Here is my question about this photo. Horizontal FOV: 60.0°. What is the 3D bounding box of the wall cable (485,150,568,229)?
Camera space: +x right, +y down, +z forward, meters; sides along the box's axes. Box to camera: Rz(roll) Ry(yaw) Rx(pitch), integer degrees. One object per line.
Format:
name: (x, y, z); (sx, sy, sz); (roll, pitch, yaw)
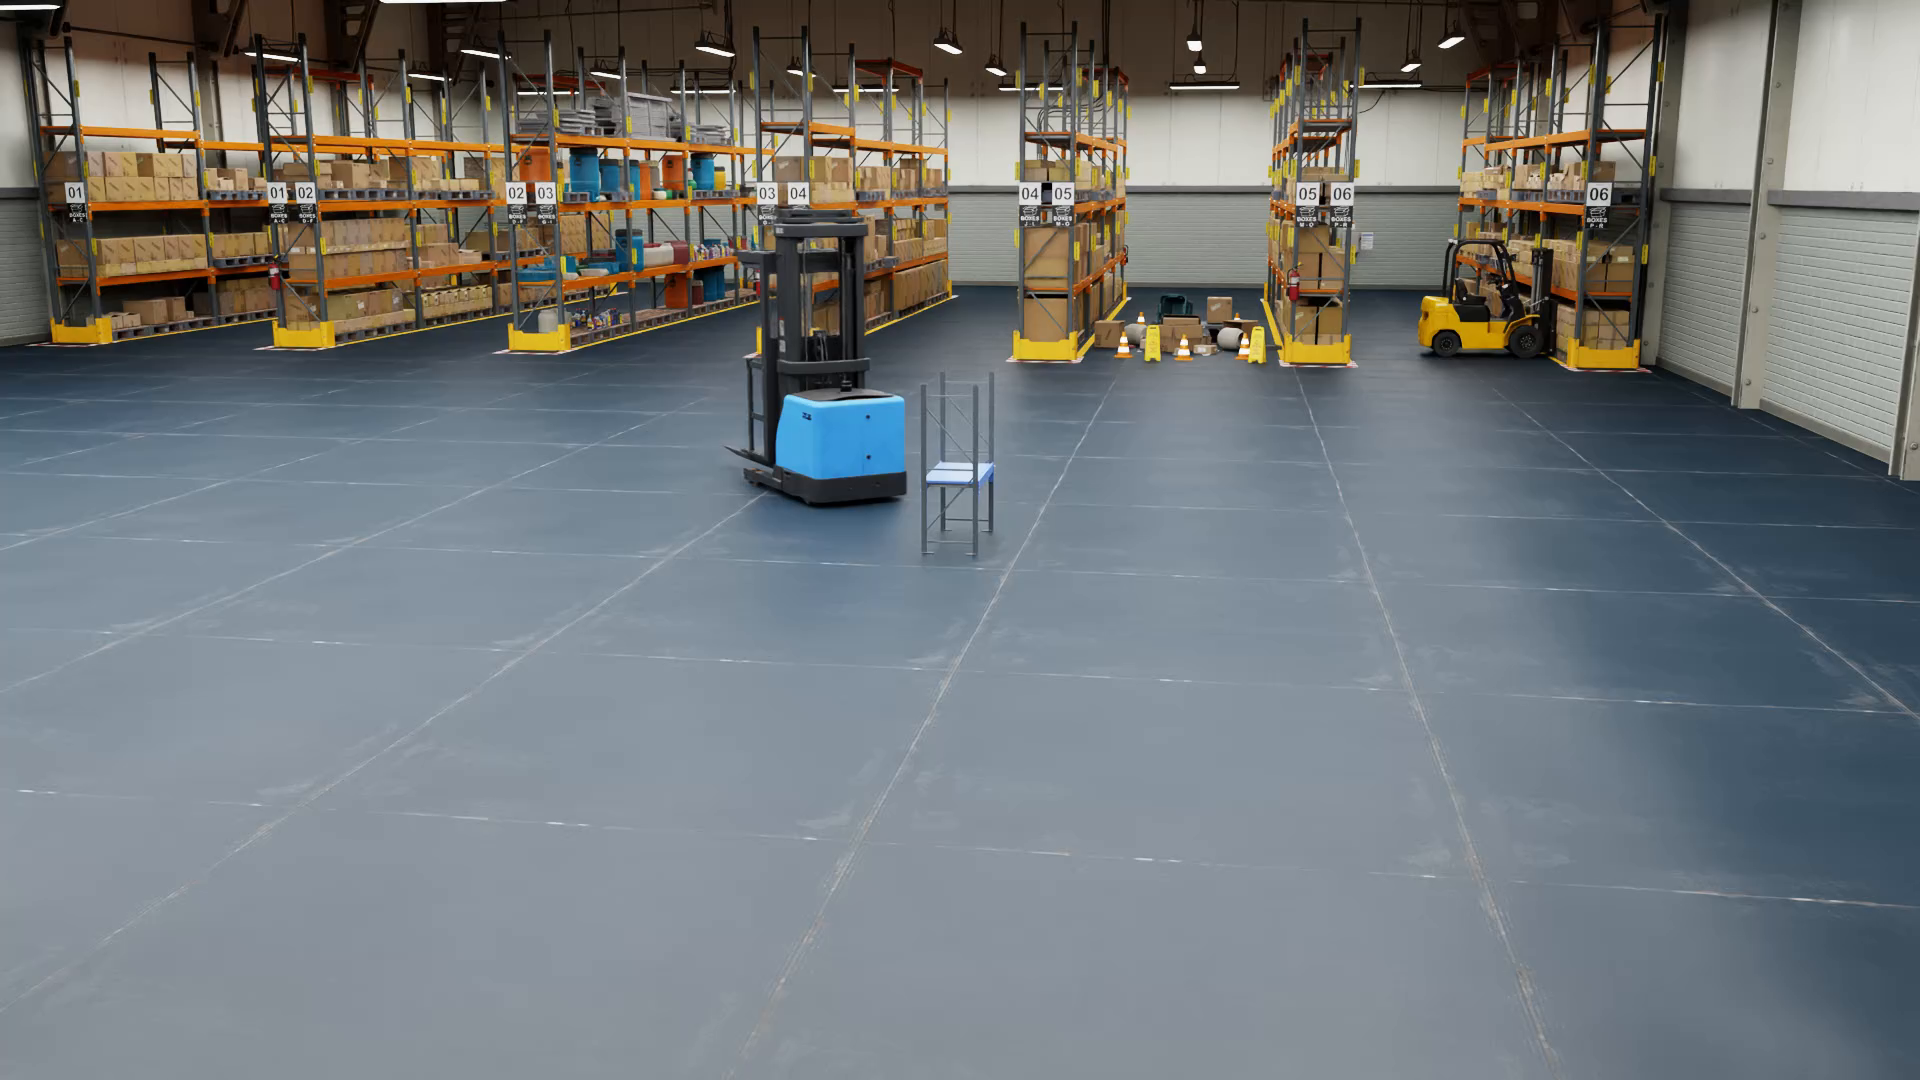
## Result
wall cable: (-14.299, -11.416, 54.235); (3.097, 2.526, 0.112); (2, 12, 9)

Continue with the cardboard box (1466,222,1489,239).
cardboard box: (13.292, -7.914, 42.722); (0.500, 0.500, 0.500); (2, 12, 10)

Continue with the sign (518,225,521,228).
sign: (-11.779, -8.283, 44.508); (0.100, 0.325, 0.005); (2, 12, 9)

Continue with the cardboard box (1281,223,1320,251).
cardboard box: (6.418, -5.714, 31.326); (0.700, 0.500, 0.500); (2, 12, 8)

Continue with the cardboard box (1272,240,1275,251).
cardboard box: (7.992, -7.289, 41.123); (0.500, 0.250, 0.500); (2, 12, 7)

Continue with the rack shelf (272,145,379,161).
rack shelf: (-16.445, -9.972, 42.820); (1.077, 0.370, 4.000); (2, 12, 9)

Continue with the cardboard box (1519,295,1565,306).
cardboard box: (12.323, -4.847, 35.259); (0.875, 0.625, 0.625); (1, 12, 6)

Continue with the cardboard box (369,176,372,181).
cardboard box: (-12.893, -7.666, 35.464); (0.500, 0.311, 0.500); (1, 12, 6)

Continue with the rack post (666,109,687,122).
rack post: (-6.940, -10.200, 39.994); (0.624, 0.289, 0.986); (2, 12, 9)

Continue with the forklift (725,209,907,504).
forklift: (-1.699, -2.057, 17.835); (1.130, 2.935, 3.031); (-7, 14, -28)

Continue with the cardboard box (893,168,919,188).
cardboard box: (-1.393, -9.456, 43.416); (0.700, 0.500, 0.500); (1, 12, 5)

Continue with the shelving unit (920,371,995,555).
shelving unit: (-0.013, -0.715, 15.010); (0.538, 1.500, 1.048); (2, 12, 9)

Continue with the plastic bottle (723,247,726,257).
plastic bottle: (-6.145, -7.453, 43.008); (0.152, 0.276, 0.135); (2, 12, 9)

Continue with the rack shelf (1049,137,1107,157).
rack shelf: (2.509, -8.477, 35.879); (1.077, 0.370, 4.000); (2, 12, 9)

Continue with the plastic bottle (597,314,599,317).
plastic bottle: (-7.606, -4.623, 34.986); (0.061, 0.283, 0.133); (2, 12, 9)

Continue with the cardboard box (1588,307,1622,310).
cardboard box: (11.732, -4.091, 30.268); (0.500, 0.250, 0.500); (2, 12, 9)

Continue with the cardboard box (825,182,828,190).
cardboard box: (-2.795, -6.931, 32.581); (0.380, 0.149, 0.250); (1, 12, 6)

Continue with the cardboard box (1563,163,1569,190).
cardboard box: (11.609, -6.744, 30.825); (0.797, 0.503, 0.637); (2, 12, 10)

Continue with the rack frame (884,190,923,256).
rack frame: (-1.454, -7.522, 43.032); (1.000, 3.000, 0.127); (2, 12, 9)

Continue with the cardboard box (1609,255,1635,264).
cardboard box: (11.706, -4.971, 29.418); (0.380, 0.149, 0.250); (2, 12, 7)

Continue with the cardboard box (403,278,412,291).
cardboard box: (-15.840, -7.243, 46.677); (0.700, 0.500, 0.500); (2, 12, 8)

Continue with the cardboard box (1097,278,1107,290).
cardboard box: (3.240, -6.099, 39.585); (0.500, 0.250, 0.500); (2, 12, 8)

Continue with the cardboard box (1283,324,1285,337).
cardboard box: (6.679, -4.171, 33.014); (0.500, 0.250, 0.500); (3, 12, 12)

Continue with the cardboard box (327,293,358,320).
cardboard box: (-12.710, -4.782, 34.068); (0.500, 0.500, 0.500); (2, 12, 9)

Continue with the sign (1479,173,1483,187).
sign: (12.706, -8.776, 40.503); (0.100, 0.325, 0.005); (2, 12, 9)

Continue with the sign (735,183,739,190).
sign: (-5.805, -9.135, 43.375); (0.100, 0.325, 0.005); (2, 12, 9)

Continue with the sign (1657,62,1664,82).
sign: (11.945, -7.990, 28.372); (0.100, 0.325, 0.005); (2, 12, 9)

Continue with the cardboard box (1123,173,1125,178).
cardboard box: (4.286, -9.926, 45.293); (0.380, 0.149, 0.250); (2, 12, 8)

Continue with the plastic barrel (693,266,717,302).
plastic barrel: (-6.557, -6.602, 42.747); (0.600, 0.901, 0.708); (2, 12, 9)

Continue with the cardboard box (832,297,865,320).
cardboard box: (-2.477, -5.075, 36.570); (0.700, 0.500, 0.500); (2, 12, 8)

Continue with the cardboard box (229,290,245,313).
cardboard box: (-17.241, -5.594, 38.976); (0.700, 0.500, 0.500); (2, 12, 8)

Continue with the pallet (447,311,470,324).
pallet: (-12.212, -5.224, 38.991); (1.003, 0.211, 1.213); (2, 12, 9)

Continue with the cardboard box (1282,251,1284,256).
cardboard box: (7.192, -6.358, 35.692); (0.500, 0.500, 0.500); (1, 12, 7)

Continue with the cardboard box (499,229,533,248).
cardboard box: (-11.579, -7.861, 43.373); (0.700, 0.500, 0.500); (4, 13, 18)

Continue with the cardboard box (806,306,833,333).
cardboard box: (-2.884, -4.507, 33.978); (0.500, 0.500, 0.500); (1, 12, 4)

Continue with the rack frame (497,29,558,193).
rack frame: (-8.193, -8.117, 31.554); (1.000, 3.000, 0.127); (2, 12, 9)

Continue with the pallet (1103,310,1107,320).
pallet: (2.938, -5.307, 39.374); (1.003, 0.211, 1.213); (2, 12, 9)

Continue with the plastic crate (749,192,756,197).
plastic crate: (-5.805, -9.414, 45.319); (0.437, 0.136, 0.530); (2, 12, 9)

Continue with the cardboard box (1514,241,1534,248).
cardboard box: (12.234, -6.407, 36.083); (0.380, 0.149, 0.250); (2, 12, 10)

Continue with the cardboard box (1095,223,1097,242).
cardboard box: (2.738, -6.952, 37.777); (0.700, 0.500, 0.500); (2, 12, 8)

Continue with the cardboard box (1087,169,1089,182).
cardboard box: (2.301, -7.251, 33.073); (0.500, 0.250, 0.500); (2, 12, 8)

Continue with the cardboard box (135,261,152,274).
cardboard box: (-17.444, -5.747, 35.108); (0.500, 0.250, 0.500); (2, 12, 8)

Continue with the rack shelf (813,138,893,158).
rack shelf: (-2.377, -8.658, 36.723); (1.077, 0.370, 4.000); (2, 12, 9)

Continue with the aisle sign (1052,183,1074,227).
aisle sign: (1.872, -6.088, 30.210); (0.394, 0.787, 0.004); (2, 12, 9)

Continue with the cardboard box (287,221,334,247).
cardboard box: (-12.995, -6.136, 33.287); (0.700, 0.500, 0.500); (2, 12, 9)

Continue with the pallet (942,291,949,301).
pallet: (-0.884, -6.822, 46.406); (1.003, 0.211, 1.213); (2, 12, 9)

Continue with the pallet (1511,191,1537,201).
pallet: (12.612, -7.438, 35.971); (1.213, 0.211, 1.003); (2, 12, 11)

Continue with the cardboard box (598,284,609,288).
cardboard box: (-10.467, -7.548, 48.044); (0.500, 0.500, 0.500); (2, 12, 9)

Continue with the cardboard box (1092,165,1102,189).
cardboard box: (2.826, -7.906, 36.223); (0.500, 0.500, 0.500); (2, 12, 9)

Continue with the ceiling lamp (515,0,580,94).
ceiling lamp: (-12.614, -15.099, 50.096); (2.000, 3.185, 0.800); (2, 12, 9)

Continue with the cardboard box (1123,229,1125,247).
cardboard box: (4.232, -8.265, 45.538); (0.500, 0.500, 0.500); (2, 12, 10)

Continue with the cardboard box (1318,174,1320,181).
cardboard box: (6.331, -6.568, 30.192); (0.380, 0.149, 0.250); (2, 12, 10)

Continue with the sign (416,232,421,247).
sign: (-11.923, -6.622, 36.616); (0.100, 0.325, 0.005); (2, 12, 9)

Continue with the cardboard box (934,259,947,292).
cardboard box: (-0.858, -7.385, 46.445); (0.875, 0.875, 0.875); (2, 12, 9)
